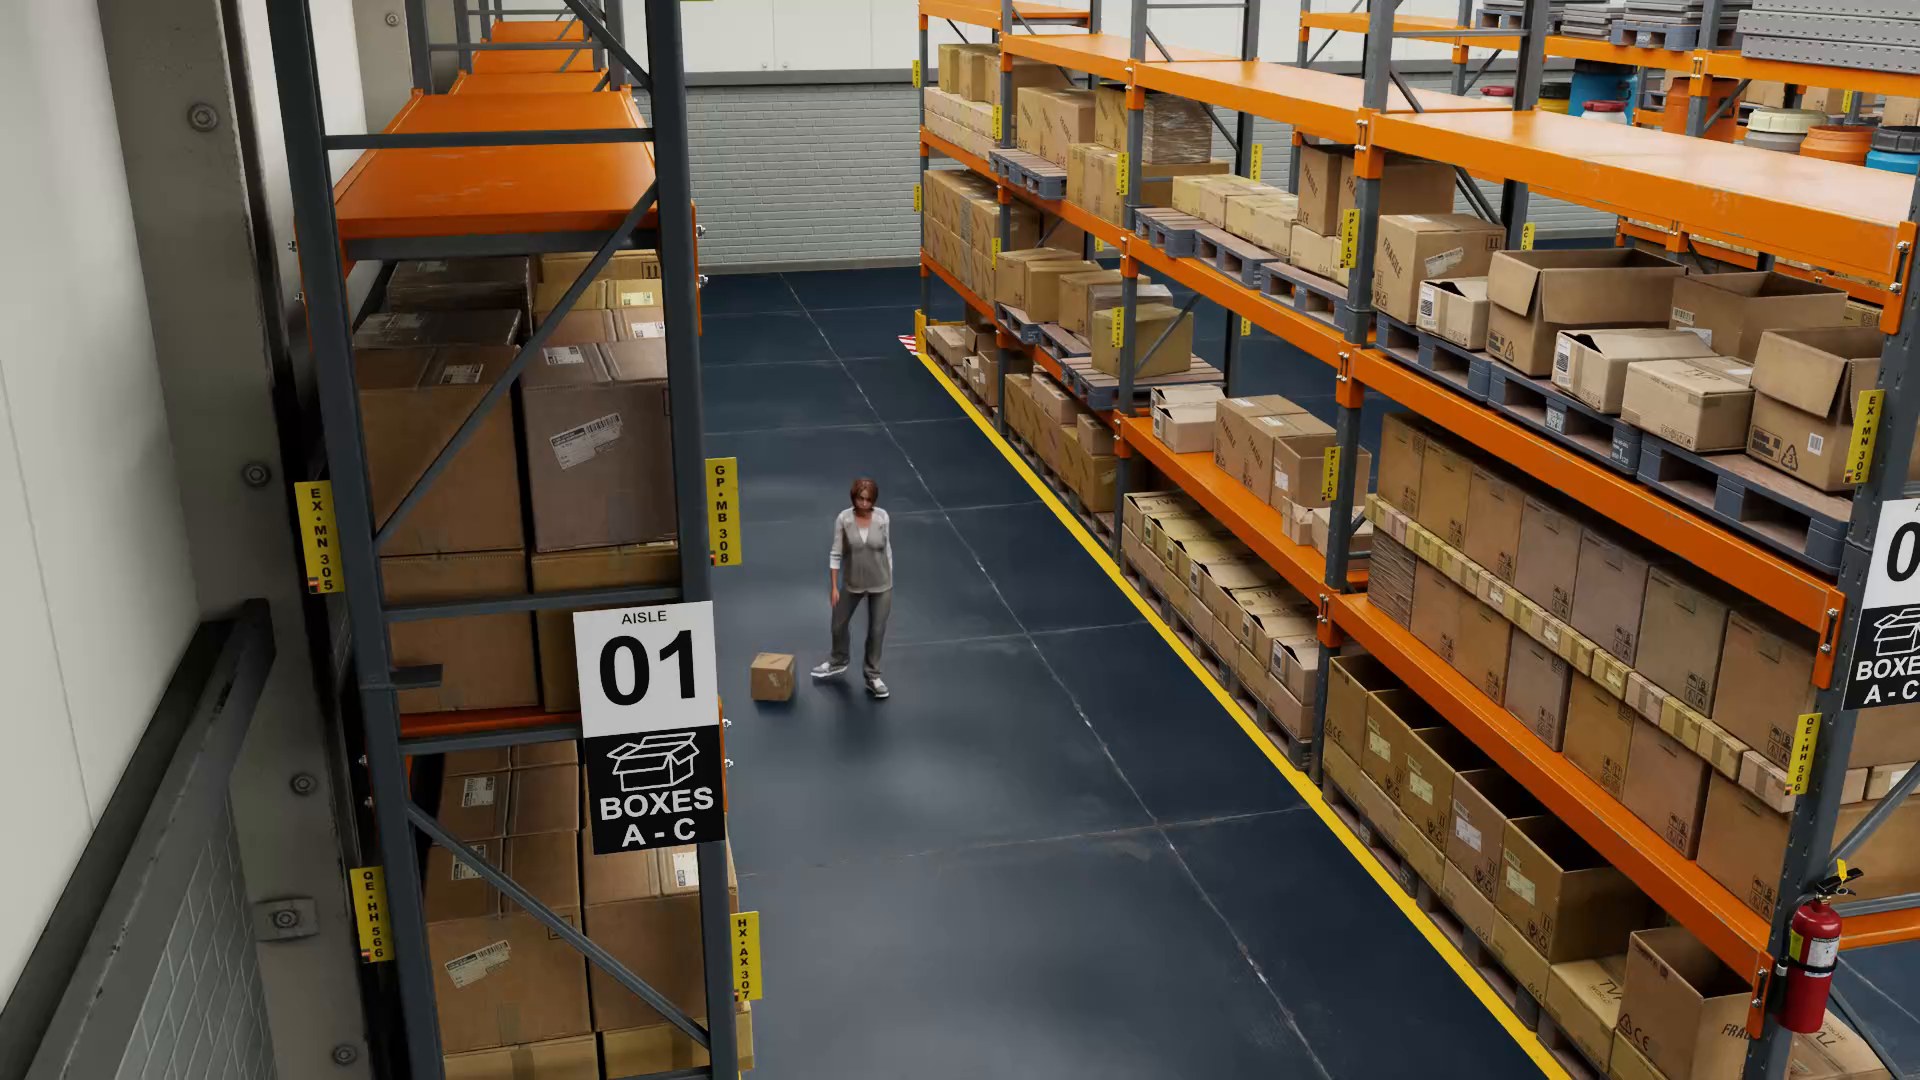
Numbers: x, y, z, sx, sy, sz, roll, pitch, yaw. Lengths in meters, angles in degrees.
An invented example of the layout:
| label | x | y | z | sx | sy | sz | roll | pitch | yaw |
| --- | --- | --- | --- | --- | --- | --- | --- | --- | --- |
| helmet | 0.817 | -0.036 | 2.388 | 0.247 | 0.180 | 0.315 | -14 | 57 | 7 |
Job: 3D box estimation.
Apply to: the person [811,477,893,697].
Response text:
| label | x | y | z | sx | sy | sz | roll | pitch | yaw |
| --- | --- | --- | --- | --- | --- | --- | --- | --- | --- |
| person | -0.761 | 0.305 | 11.493 | 0.598 | 1.592 | 0.458 | 0 | 20 | -1 |
